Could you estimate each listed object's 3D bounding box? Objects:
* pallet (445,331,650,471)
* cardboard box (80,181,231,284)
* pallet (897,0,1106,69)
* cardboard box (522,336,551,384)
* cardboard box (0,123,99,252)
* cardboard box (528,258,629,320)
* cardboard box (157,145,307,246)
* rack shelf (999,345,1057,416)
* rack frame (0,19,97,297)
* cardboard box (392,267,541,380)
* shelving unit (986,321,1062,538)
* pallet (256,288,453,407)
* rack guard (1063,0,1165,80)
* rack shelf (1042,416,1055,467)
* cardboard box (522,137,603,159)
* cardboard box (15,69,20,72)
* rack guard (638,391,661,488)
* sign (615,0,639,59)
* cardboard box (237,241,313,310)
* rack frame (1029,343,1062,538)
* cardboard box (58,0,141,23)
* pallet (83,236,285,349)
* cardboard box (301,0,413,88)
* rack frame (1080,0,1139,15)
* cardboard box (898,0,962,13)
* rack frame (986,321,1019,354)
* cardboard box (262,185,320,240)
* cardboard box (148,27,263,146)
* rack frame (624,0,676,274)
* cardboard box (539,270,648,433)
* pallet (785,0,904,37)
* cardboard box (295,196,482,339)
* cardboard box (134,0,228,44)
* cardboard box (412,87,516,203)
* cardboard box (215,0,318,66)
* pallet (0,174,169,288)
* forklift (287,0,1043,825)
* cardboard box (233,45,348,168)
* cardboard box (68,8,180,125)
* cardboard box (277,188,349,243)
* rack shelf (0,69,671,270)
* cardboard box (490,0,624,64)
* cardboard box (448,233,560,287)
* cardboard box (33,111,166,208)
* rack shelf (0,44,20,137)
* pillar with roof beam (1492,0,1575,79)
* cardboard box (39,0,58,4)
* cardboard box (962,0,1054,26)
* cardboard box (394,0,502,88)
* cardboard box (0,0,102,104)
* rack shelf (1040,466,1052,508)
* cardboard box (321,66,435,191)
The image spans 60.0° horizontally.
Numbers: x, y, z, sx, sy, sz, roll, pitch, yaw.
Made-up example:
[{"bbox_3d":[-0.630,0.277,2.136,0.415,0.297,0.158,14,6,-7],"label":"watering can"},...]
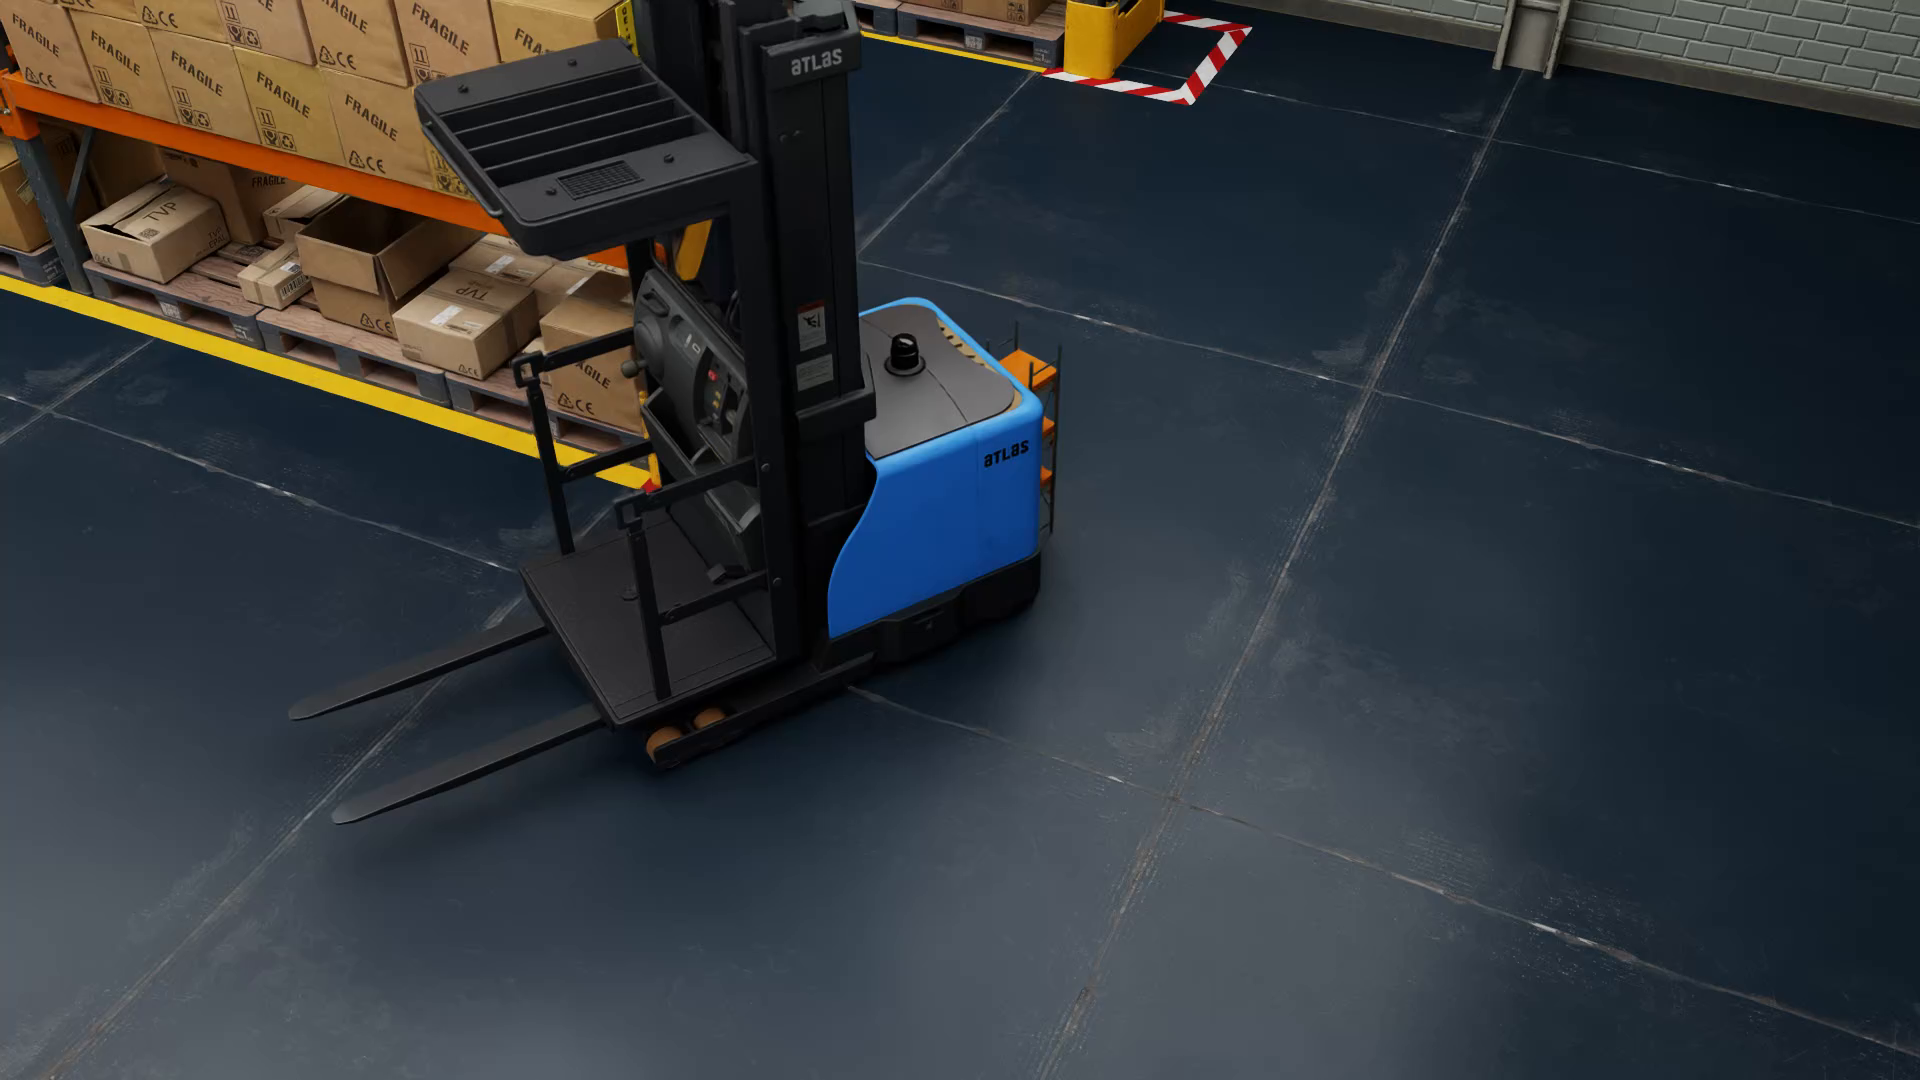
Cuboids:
[{"bbox_3d":[-1.819,-0.869,8.475,1.213,0.211,1.003,17,44,19],"label":"pallet"},{"bbox_3d":[-4.364,-1.694,9.016,0.500,0.311,0.500,17,44,19],"label":"cardboard box"},{"bbox_3d":[0.306,-3.744,11.792,1.213,0.211,1.003,17,44,19],"label":"pallet"},{"bbox_3d":[-1.954,-0.947,8.263,0.250,0.166,0.380,17,44,19],"label":"cardboard box"},{"bbox_3d":[-5.221,-1.977,9.197,0.500,0.500,0.500,17,44,18],"label":"cardboard box"},{"bbox_3d":[-1.854,-1.266,8.568,0.500,0.250,0.500,17,44,19],"label":"cardboard box"},{"bbox_3d":[-4.016,-2.021,9.248,0.500,0.500,0.500,17,44,19],"label":"cardboard box"},{"bbox_3d":[0.269,-0.644,7.158,0.240,0.259,0.215,32,50,31],"label":"rack shelf"},{"bbox_3d":[-4.653,-2.789,8.561,0.127,3.000,1.000,17,44,19],"label":"rack frame"},{"bbox_3d":[-2.473,-1.094,8.369,0.500,0.250,0.500,17,44,19],"label":"cardboard box"},{"bbox_3d":[0.269,-0.437,7.337,0.252,1.050,0.215,32,50,31],"label":"shelving unit"},{"bbox_3d":[-2.921,-1.207,8.866,1.213,0.211,1.003,17,44,19],"label":"pallet"},{"bbox_3d":[1.085,-3.671,11.488,0.348,0.500,1.175,17,44,19],"label":"rack guard"},{"bbox_3d":[0.269,-0.429,7.344,0.240,0.259,0.215,32,50,31],"label":"rack shelf"},{"bbox_3d":[-1.549,-1.681,7.207,0.500,0.500,0.500,18,44,20],"label":"cardboard box"},{"bbox_3d":[-5.476,-2.430,9.720,0.500,0.500,0.500,18,44,19],"label":"cardboard box"},{"bbox_3d":[-1.097,-0.758,8.126,0.348,0.500,1.175,17,44,19],"label":"rack guard"},{"bbox_3d":[-1.280,-1.914,6.427,0.005,0.325,0.100,17,44,19],"label":"sign"},{"bbox_3d":[-3.576,-1.406,8.793,0.250,0.166,0.380,17,44,19],"label":"cardboard box"},{"bbox_3d":[0.358,-0.382,7.274,0.008,1.050,0.200,32,50,31],"label":"rack frame"},{"bbox_3d":[-3.877,-2.764,7.693,0.500,0.500,0.500,16,43,17],"label":"cardboard box"},{"bbox_3d":[-4.031,-1.544,9.255,1.213,0.211,1.003,17,44,19],"label":"pallet"},{"bbox_3d":[-2.477,-2.337,7.200,0.500,0.500,0.500,18,44,20],"label":"cardboard box"},{"bbox_3d":[1.063,-4.622,10.677,0.127,3.000,1.000,17,44,19],"label":"rack frame"},{"bbox_3d":[-0.067,-4.110,11.673,0.500,0.500,0.700,17,44,19],"label":"cardboard box"},{"bbox_3d":[0.180,-0.492,7.400,0.008,1.050,0.200,32,50,31],"label":"rack frame"},{"bbox_3d":[-3.651,-1.820,9.284,0.250,0.149,0.380,17,44,19],"label":"cardboard box"},{"bbox_3d":[-3.388,-2.244,7.856,0.500,0.500,0.500,17,44,18],"label":"cardboard box"},{"bbox_3d":[-1.028,-1.681,7.283,0.127,3.000,1.000,17,44,19],"label":"rack frame"},{"bbox_3d":[-1.625,-0.907,7.963,0.500,0.500,0.500,17,44,19],"label":"cardboard box"},{"bbox_3d":[-0.796,-4.082,12.183,1.213,0.211,1.003,17,44,19],"label":"pallet"},{"bbox_3d":[-2.948,-1.495,8.638,0.637,0.503,0.797,17,44,19],"label":"cardboard box"},{"bbox_3d":[-3.411,-2.622,7.529,0.500,0.500,0.500,16,43,17],"label":"cardboard box"},{"bbox_3d":[-2.020,-1.823,7.371,0.500,0.500,0.500,17,44,19],"label":"cardboard box"},{"bbox_3d":[-2.943,-2.479,7.364,0.500,0.500,0.500,18,44,20],"label":"cardboard box"},{"bbox_3d":[-5.406,-1.938,9.709,1.213,0.211,1.003,17,44,19],"label":"pallet"},{"bbox_3d":[-1.175,-0.602,6.091,3.031,2.935,1.130,-22,46,-23],"label":"forklift"},{"bbox_3d":[-2.927,-2.104,7.695,0.500,0.500,0.500,16,44,18],"label":"cardboard box"},{"bbox_3d":[-3.841,-2.384,8.018,0.500,0.500,0.500,18,44,19],"label":"cardboard box"},{"bbox_3d":[-3.337,-1.742,9.070,0.500,0.311,0.500,17,44,19],"label":"cardboard box"},{"bbox_3d":[-2.840,-1.963,8.158,4.000,0.370,1.077,17,44,19],"label":"rack shelf"},{"bbox_3d":[-1.547,-2.057,6.877,0.500,0.500,0.500,17,44,18],"label":"cardboard box"},{"bbox_3d":[-2.307,-1.404,8.727,0.500,0.250,0.500,17,44,19],"label":"cardboard box"},{"bbox_3d":[-4.988,-2.289,9.557,0.500,0.500,0.500,15,43,17],"label":"cardboard box"},{"bbox_3d":[-6.465,-3.071,9.436,4.000,0.370,1.077,17,44,19],"label":"rack shelf"},{"bbox_3d":[2.056,-4.100,5.494,0.400,9.000,9.100,17,44,19],"label":"pillar with roof beam"},{"bbox_3d":[-4.345,-2.907,7.858,0.500,0.500,0.500,18,44,20],"label":"cardboard box"},{"bbox_3d":[0.387,-3.971,11.513,0.500,0.500,0.700,17,44,19],"label":"cardboard box"},{"bbox_3d":[-2.005,-2.196,7.038,0.500,0.500,0.500,18,44,20],"label":"cardboard box"},{"bbox_3d":[-4.306,-2.524,8.179,0.500,0.500,0.500,18,44,20],"label":"cardboard box"},{"bbox_3d":[0.269,-0.219,7.526,0.240,0.259,0.215,32,50,31],"label":"rack shelf"},{"bbox_3d":[-2.470,-1.964,7.534,0.500,0.500,0.500,17,44,19],"label":"cardboard box"}]
